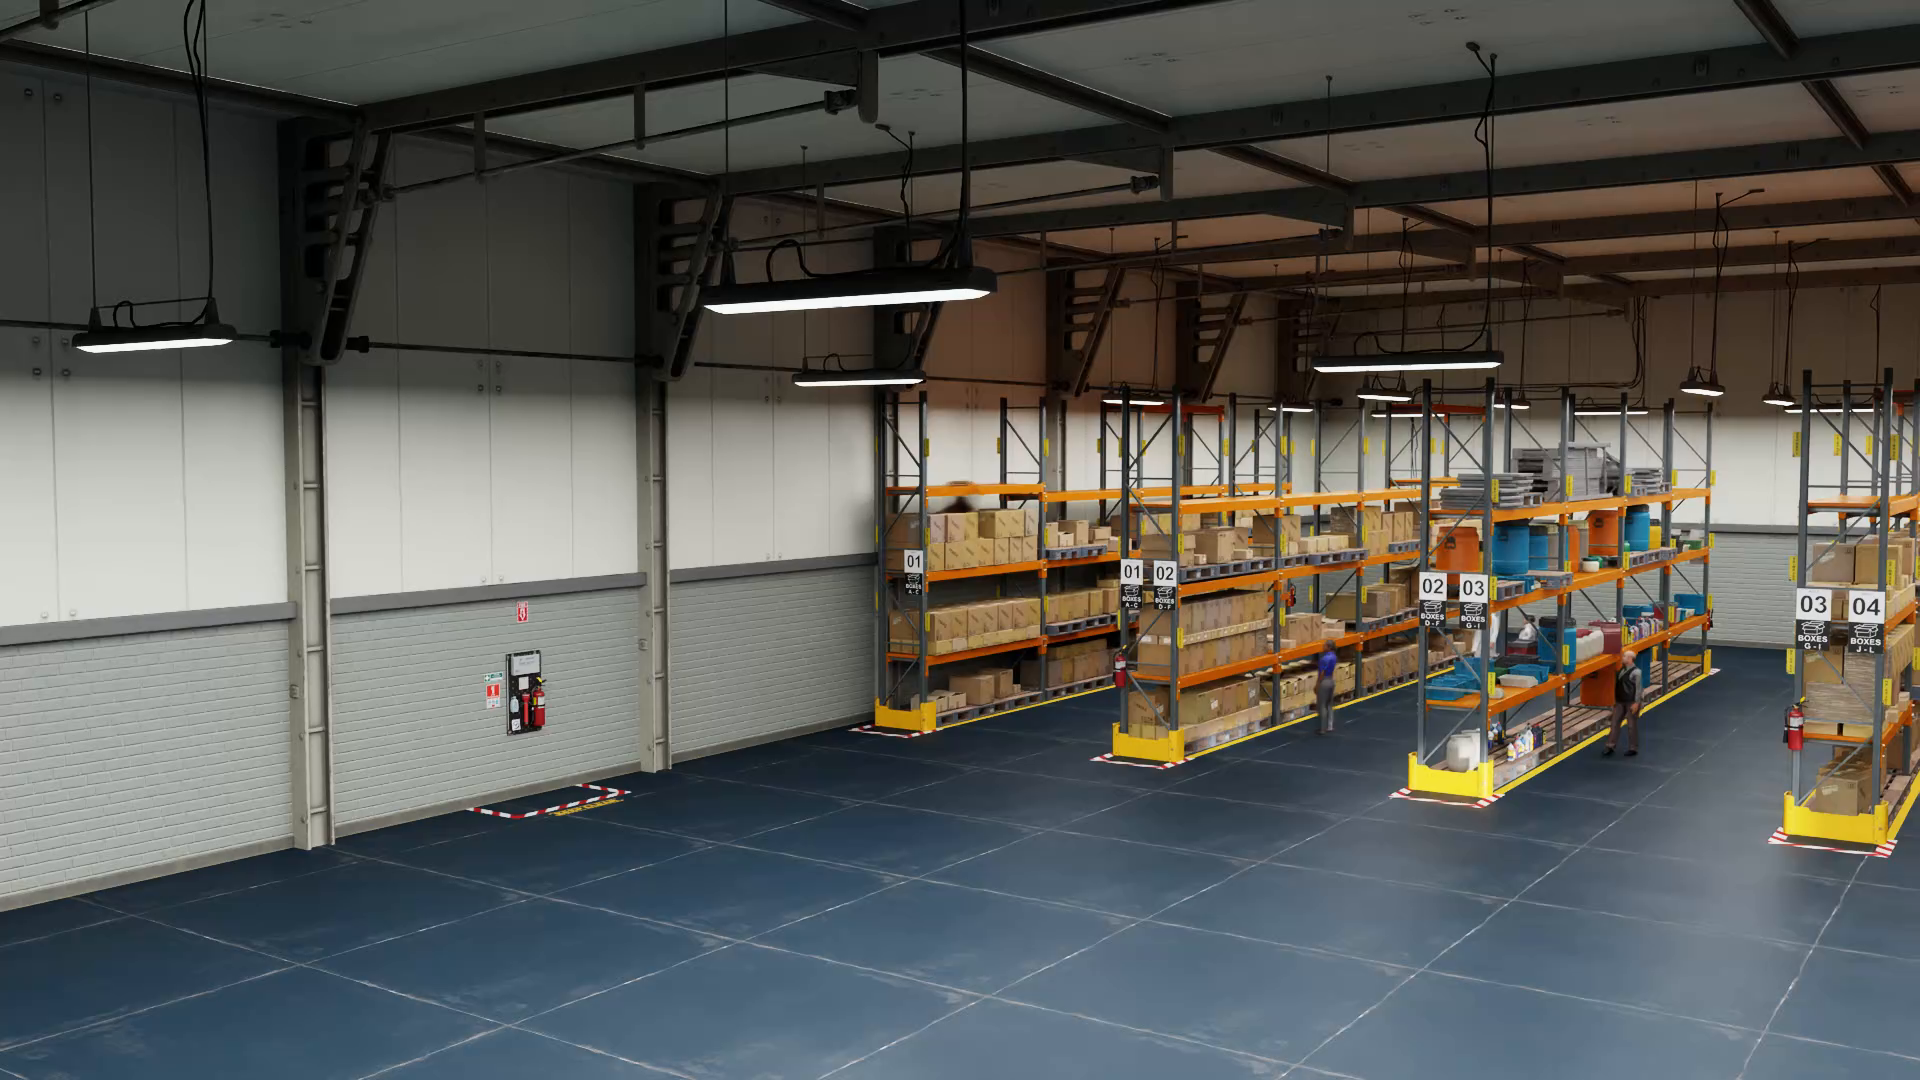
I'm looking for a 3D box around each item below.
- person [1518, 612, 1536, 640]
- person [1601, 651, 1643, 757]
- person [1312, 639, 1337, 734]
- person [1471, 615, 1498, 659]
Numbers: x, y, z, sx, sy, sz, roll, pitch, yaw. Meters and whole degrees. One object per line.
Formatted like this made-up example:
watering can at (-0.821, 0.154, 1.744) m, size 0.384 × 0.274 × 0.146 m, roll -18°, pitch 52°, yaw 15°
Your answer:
person at (11.460, 2.294, 33.602) m, size 0.366 × 1.682 × 0.492 m, roll 2°, pitch 4°, yaw 36°
person at (10.785, 2.658, 26.978) m, size 0.547 × 1.733 × 0.592 m, roll -1°, pitch 3°, yaw -24°
person at (6.390, 2.572, 29.176) m, size 0.412 × 1.682 × 0.546 m, roll 2°, pitch 4°, yaw 38°
person at (11.048, 2.182, 35.026) m, size 0.569 × 1.727 × 1.128 m, roll 2°, pitch 4°, yaw 27°
